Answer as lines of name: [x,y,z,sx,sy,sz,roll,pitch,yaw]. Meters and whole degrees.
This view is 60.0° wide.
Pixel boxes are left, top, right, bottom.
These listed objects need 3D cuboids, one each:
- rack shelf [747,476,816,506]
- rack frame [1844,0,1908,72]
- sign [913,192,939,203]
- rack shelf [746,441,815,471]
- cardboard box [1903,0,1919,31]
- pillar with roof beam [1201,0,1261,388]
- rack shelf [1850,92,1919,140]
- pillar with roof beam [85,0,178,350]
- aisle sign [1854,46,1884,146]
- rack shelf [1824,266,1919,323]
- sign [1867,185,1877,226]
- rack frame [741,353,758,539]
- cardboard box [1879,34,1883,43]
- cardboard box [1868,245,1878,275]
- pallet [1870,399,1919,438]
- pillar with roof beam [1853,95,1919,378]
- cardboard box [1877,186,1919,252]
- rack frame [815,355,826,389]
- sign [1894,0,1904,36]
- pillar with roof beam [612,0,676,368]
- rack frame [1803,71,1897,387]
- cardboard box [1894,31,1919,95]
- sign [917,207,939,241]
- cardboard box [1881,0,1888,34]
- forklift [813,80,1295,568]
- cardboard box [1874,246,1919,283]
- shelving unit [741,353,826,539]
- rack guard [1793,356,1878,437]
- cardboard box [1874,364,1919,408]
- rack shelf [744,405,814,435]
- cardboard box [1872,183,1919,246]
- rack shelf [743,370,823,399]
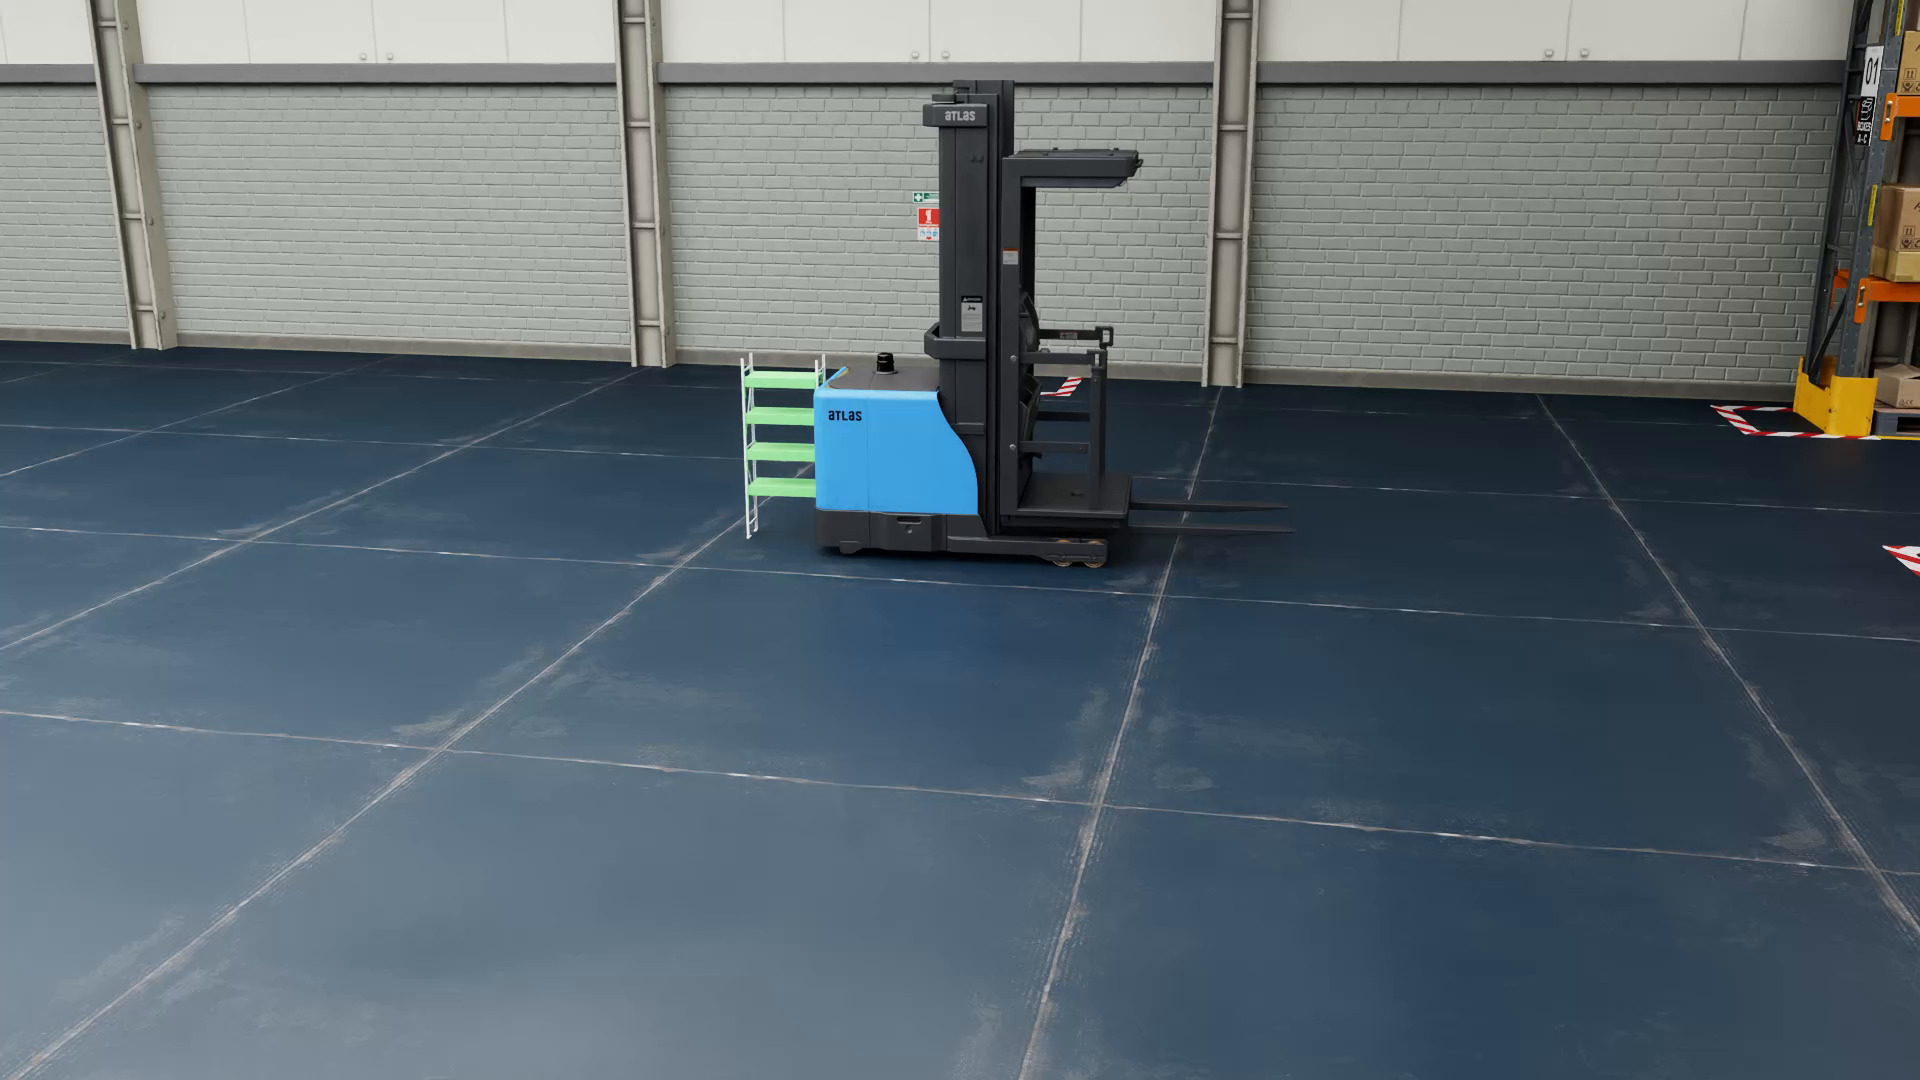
rack shelf: [-1.147,-0.319,11.033,0.480,0.148,0.258,2,16,7]
rack frame: [7.640,-5.381,13.559,0.127,3.000,1.000,3,16,11]
sign: [-0.314,-3.465,16.824,0.331,0.109,0.001,3,16,11]
rack shelf: [-1.147,-0.550,10.969,0.480,0.148,0.258,2,16,7]
cardboard box: [7.969,-4.391,13.507,0.500,0.500,0.500,2,16,7]
pillar with roof beam: [1.760,-4.763,11.328,0.400,9.000,9.100,3,16,11]
rack shelf: [9.600,-3.482,13.672,4.000,0.370,1.077,3,16,11]
pillar with roof beam: [-9.999,-5.401,13.633,0.400,9.000,9.100,3,16,11]
aisle sign: [7.509,-3.668,13.743,0.004,0.787,0.394,3,16,11]
rack shelf: [9.600,-2.036,14.072,4.000,0.370,1.077,3,16,11]
sign: [7.532,-2.765,13.732,0.005,0.325,0.100,3,16,11]
rack frame: [-1.389,-0.620,10.982,0.015,1.200,0.240,2,16,7]
cardboard box: [8.099,-4.037,14.103,0.500,0.500,0.500,4,16,15]
cardboard box: [8.136,-2.453,14.471,0.500,0.250,0.500,3,16,12]
pallet: [8.503,-1.089,14.528,1.213,0.211,1.003,3,16,11]
pillar with roof beam: [7.640,-4.443,10.176,0.400,9.000,9.100,3,16,11]
cardboard box: [8.048,-2.684,13.902,0.500,0.500,0.500,3,16,11]
rack frame: [-0.905,-0.603,10.922,0.015,1.200,0.240,2,16,7]
sign: [7.532,-4.214,13.330,0.005,0.325,0.100,3,16,11]
pillar with roof beam: [-4.119,-5.082,12.481,0.400,9.000,9.100,3,16,11]
rack frame: [7.640,-2.489,14.360,0.127,3.000,1.000,3,16,11]
cardboard box: [7.918,-3.910,13.643,0.500,0.500,0.500,4,16,13]
sign: [-0.317,-3.213,16.904,0.234,0.329,0.001,3,16,11]
cardboard box: [8.114,-4.520,13.974,0.500,0.500,0.500,4,16,14]
forklift: [0.625,-1.391,10.522,3.031,2.935,1.130,2,16,7]
cardboard box: [8.055,-2.318,13.984,0.500,0.250,0.500,3,16,9]
shelving unit: [-1.147,-0.611,10.952,0.503,1.200,0.258,2,16,7]
rack guard: [7.714,-1.281,14.679,0.348,0.500,1.175,3,16,11]
cardboard box: [8.300,-1.345,14.442,0.500,0.311,0.500,1,16,5]
rack shelf: [-1.147,-0.781,10.905,0.480,0.148,0.258,2,16,7]
cardboard box: [8.144,-2.819,14.387,0.500,0.500,0.500,3,16,10]
rack shelf: [-1.147,-1.012,10.841,0.480,0.148,0.258,2,16,7]
